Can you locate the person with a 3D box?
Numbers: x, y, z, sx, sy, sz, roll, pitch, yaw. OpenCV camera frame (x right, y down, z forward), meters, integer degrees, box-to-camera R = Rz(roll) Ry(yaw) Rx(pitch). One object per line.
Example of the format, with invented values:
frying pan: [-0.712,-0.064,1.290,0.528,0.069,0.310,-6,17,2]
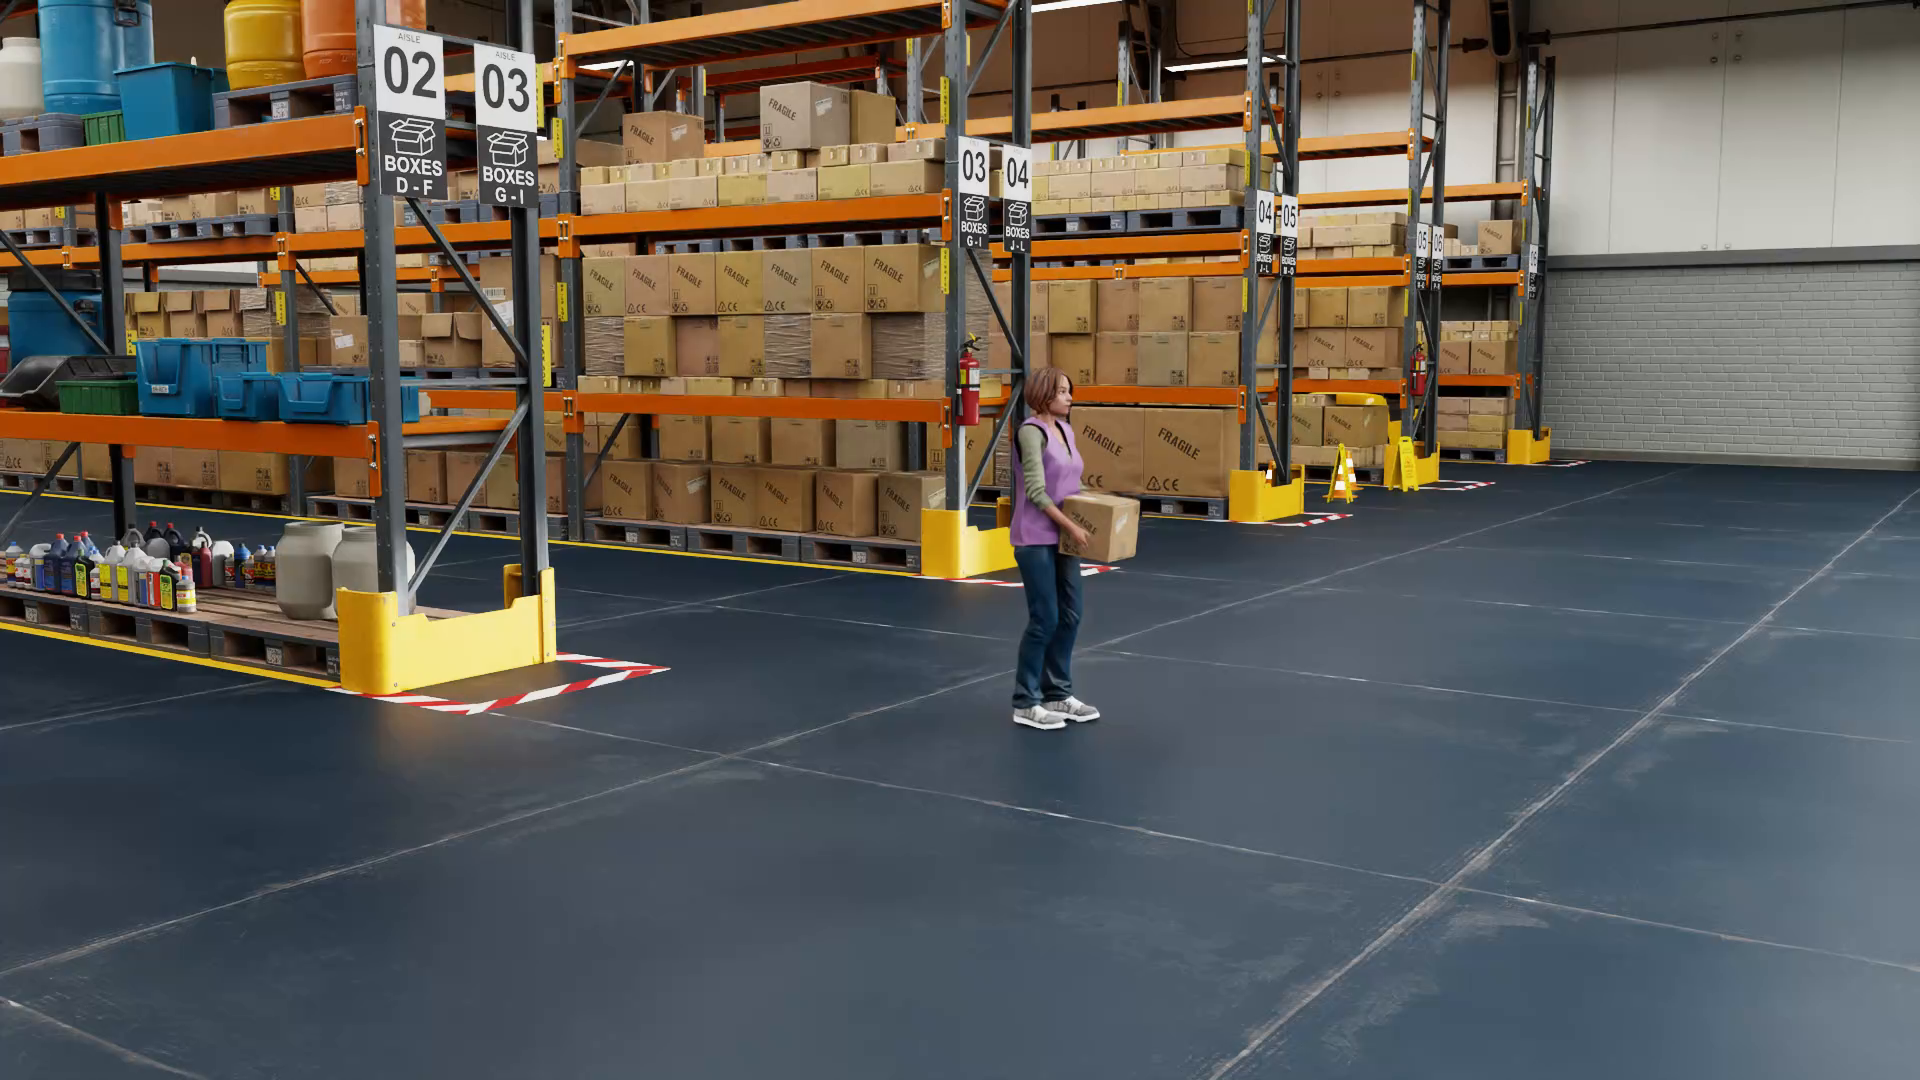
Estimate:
person: [0.456,0.028,7.411,0.461,1.602,0.440,4,8,33]
